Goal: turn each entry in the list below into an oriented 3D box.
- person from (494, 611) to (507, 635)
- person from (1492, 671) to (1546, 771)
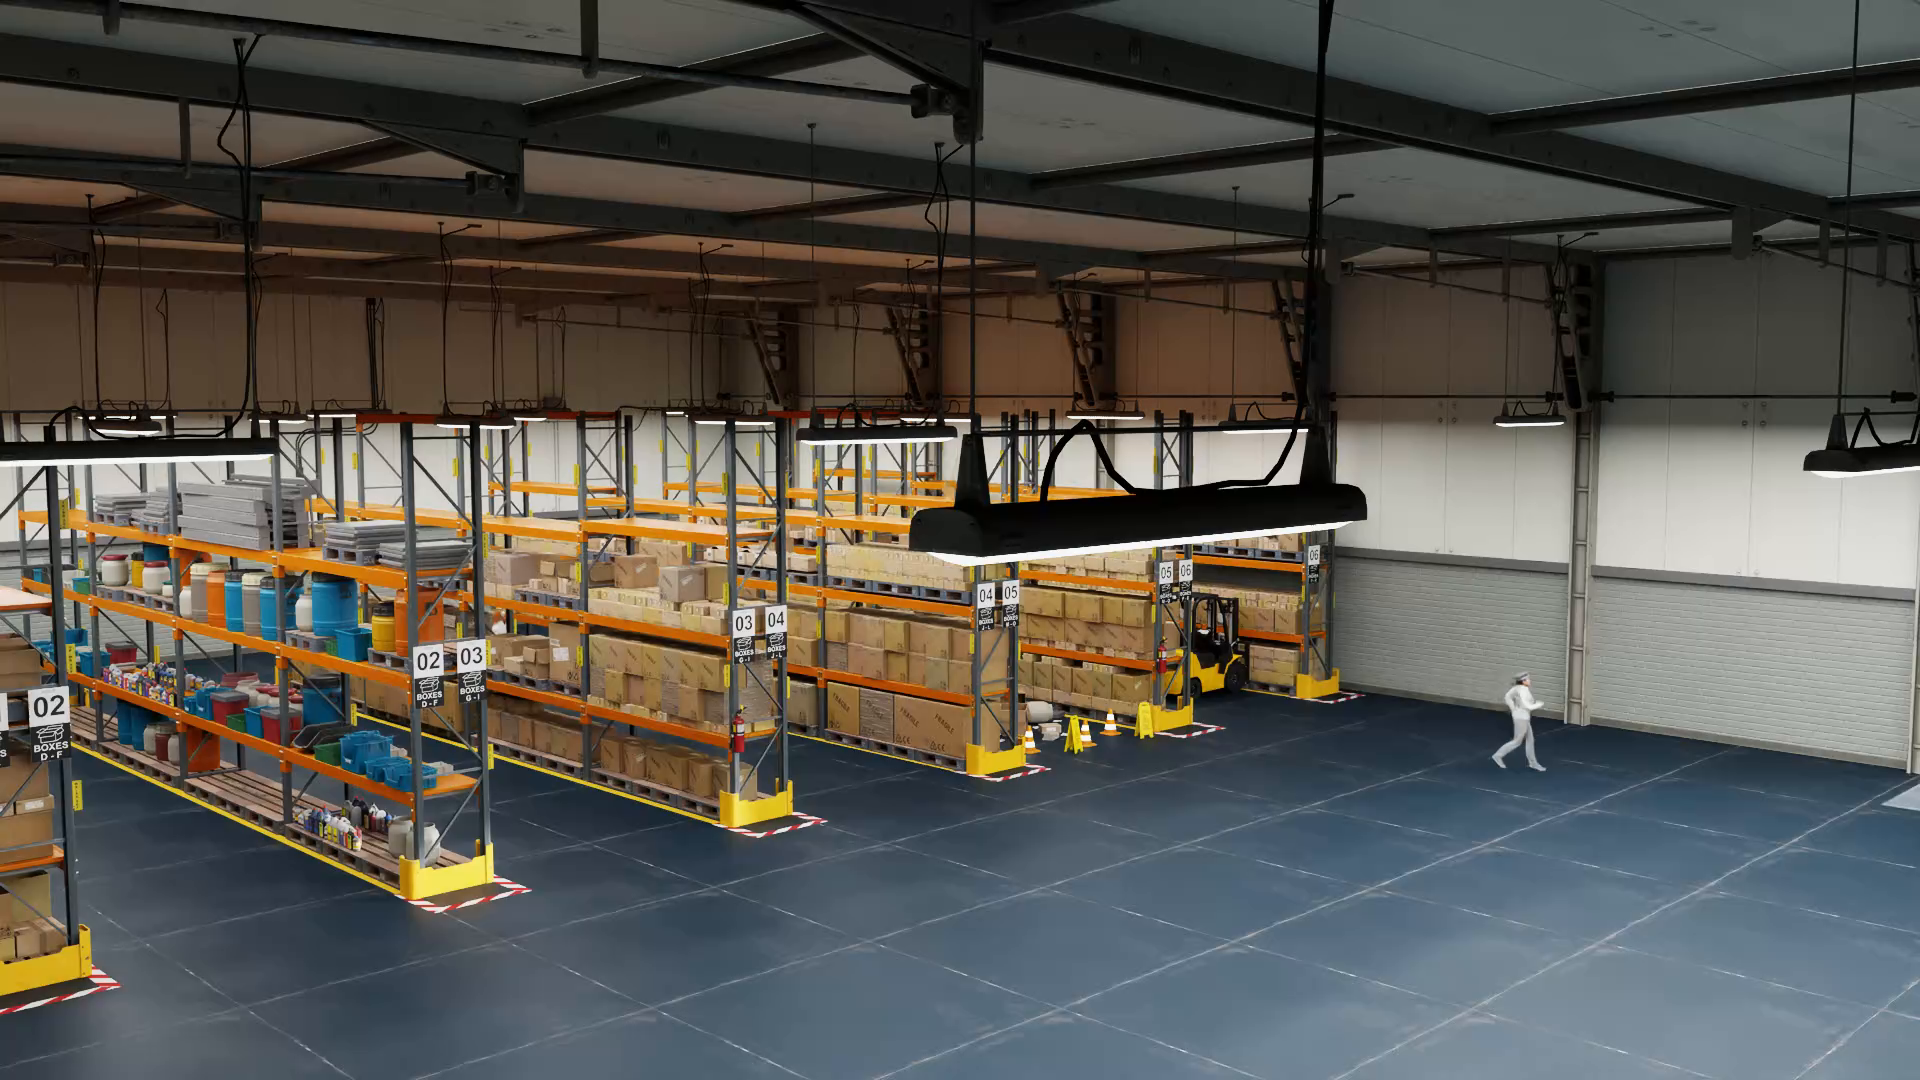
[{"bbox_3d":[-9.877,2.375,36.156,0.608,1.711,0.875,-3,6,-35],"label":"person"},{"bbox_3d":[9.419,3.035,27.967,0.897,1.701,0.638,1,5,10],"label":"person"}]
